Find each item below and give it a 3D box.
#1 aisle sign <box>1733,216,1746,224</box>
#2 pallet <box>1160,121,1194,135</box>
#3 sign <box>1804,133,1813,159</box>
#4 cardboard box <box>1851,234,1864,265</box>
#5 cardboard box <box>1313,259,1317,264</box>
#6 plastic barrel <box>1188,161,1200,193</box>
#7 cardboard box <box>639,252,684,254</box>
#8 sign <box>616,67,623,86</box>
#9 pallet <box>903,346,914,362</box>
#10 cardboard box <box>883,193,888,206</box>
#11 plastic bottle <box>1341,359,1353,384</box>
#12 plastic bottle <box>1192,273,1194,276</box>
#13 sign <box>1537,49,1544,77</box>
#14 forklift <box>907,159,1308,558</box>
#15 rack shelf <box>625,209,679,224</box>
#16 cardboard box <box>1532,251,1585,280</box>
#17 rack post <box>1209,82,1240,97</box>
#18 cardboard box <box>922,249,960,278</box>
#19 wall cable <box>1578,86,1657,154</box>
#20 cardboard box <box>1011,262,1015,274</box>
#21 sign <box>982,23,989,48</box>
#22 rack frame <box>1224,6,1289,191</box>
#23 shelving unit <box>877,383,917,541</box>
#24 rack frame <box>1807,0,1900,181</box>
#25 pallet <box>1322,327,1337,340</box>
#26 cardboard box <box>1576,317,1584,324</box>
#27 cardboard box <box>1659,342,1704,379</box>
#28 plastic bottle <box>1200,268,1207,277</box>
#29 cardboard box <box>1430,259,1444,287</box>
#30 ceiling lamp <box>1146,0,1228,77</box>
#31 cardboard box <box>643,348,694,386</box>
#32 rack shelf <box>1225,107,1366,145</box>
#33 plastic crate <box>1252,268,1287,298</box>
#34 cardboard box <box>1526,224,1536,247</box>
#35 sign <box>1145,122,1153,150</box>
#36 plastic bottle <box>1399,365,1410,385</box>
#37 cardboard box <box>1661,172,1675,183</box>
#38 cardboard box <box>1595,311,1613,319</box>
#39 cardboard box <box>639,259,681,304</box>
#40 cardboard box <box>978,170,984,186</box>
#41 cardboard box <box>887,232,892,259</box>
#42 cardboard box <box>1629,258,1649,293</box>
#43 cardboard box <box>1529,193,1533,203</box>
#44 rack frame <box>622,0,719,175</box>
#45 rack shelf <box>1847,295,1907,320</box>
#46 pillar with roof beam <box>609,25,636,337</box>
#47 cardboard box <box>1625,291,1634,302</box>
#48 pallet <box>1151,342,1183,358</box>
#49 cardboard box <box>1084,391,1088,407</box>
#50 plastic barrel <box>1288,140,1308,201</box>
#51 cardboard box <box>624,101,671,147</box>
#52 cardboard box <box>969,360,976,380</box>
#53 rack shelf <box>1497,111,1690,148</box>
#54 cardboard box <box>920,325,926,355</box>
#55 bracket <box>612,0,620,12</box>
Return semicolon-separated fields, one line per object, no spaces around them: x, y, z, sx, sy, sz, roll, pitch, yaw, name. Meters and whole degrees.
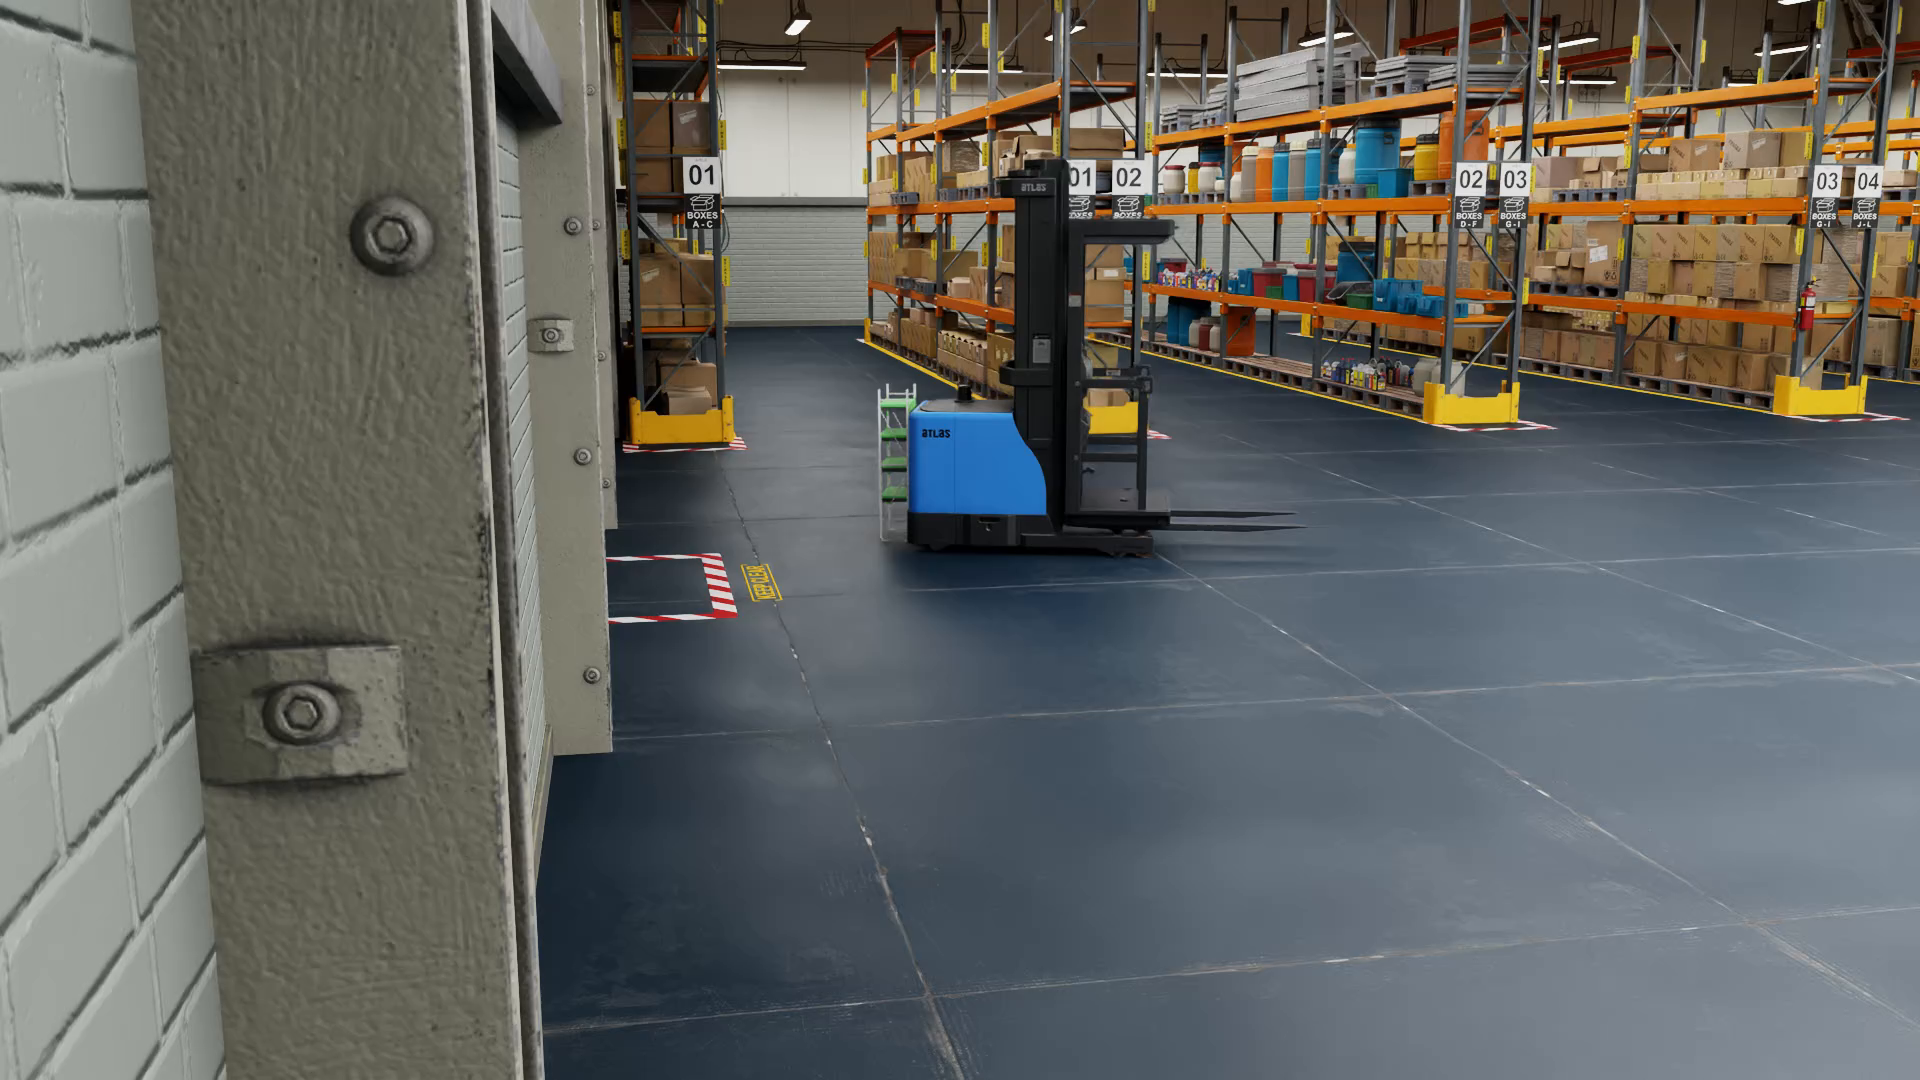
18.283;-7.738;38.874;0.394;0.787;0.004;-2;11;-11;aisle sign
4.383;-7.669;30.997;1.003;0.211;1.213;-2;11;-11;pallet
10.835;-5.033;21.227;0.100;0.325;0.005;-2;11;-11;sign
15.188;-4.855;27.739;0.700;0.500;0.500;-2;11;-11;cardboard box
8.100;-6.050;36.567;0.500;0.250;0.500;-2;11;-13;cardboard box
4.568;-6.774;31.116;0.600;0.588;0.600;0;11;0;plastic barrel
-4.647;-4.247;26.046;0.700;0.500;0.500;-3;11;-18;cardboard box
-6.076;-8.270;29.656;0.100;0.325;0.005;-2;11;-11;sign
-0.473;-3.465;30.836;1.003;0.211;1.213;-2;11;-11;pallet
-1.216;-6.645;32.467;0.500;0.250;0.500;-2;11;-11;cardboard box
5.534;-2.412;23.753;0.144;0.351;0.185;-3;11;-13;plastic bottle
4.248;-4.700;30.179;0.061;0.283;0.133;-2;11;-11;plastic bottle
7.066;-5.825;20.291;0.100;0.325;0.005;-2;11;-11;sign
1.145;-1.410;12.768;3.031;2.935;1.130;1;11;5;forklift
-5.915;-6.289;32.116;1.077;0.370;4.000;-2;11;-11;rack shelf
10.179;-4.667;28.306;0.700;0.500;0.500;0;11;-3;cardboard box
4.722;-7.768;28.563;0.624;0.289;0.986;-2;11;-11;rack post
-0.264;-4.916;29.612;0.700;0.500;0.500;-5;12;-25;cardboard box
17.348;-10.443;43.996;2.355;3.000;0.029;-2;11;-11;wall cable
0.903;-3.685;22.534;0.380;0.149;0.250;-2;11;-12;cardboard box
0.358;-6.938;22.872;0.100;0.325;0.005;-2;11;-11;sign
4.969;-7.375;27.879;1.000;3.000;0.127;-2;11;-11;rack frame
-0.494;-0.626;13.271;0.258;1.200;0.503;1;11;5;shelving unit
11.384;-6.088;21.117;1.000;3.000;0.127;-2;11;-11;rack frame
8.504;-4.562;36.600;1.003;0.211;1.213;-2;11;-11;pallet
13.406;-4.695;35.549;0.380;0.149;0.250;-2;11;-10;cardboard box
10.763;-2.674;24.783;0.500;0.500;0.500;1;11;7;cardboard box
4.586;-4.942;31.270;0.144;0.351;0.185;-2;11;-11;plastic bottle
9.195;-5.019;31.277;0.500;0.500;0.500;-2;11;-10;cardboard box
5.362;-12.294;38.110;2.000;3.185;0.800;-2;11;-11;ceiling lamp
-4.130;-2.457;23.591;0.700;0.500;0.500;-2;11;-9;cardboard box
5.358;-6.459;26.056;1.077;0.370;4.000;-2;11;-11;rack shelf
4.984;-4.152;26.818;0.402;0.464;0.583;-2;11;-11;plastic crate
12.984;-6.832;37.331;0.500;0.500;0.500;-2;11;-11;cardboard box
2.211;-4.742;19.519;0.100;0.325;0.005;-2;11;-11;sign
6.283;-2.341;23.580;0.152;0.276;0.135;-2;11;-10;plastic bottle
10.517;-5.303;24.346;0.380;0.149;0.250;-2;11;-11;cardboard box
13.522;-4.703;34.794;0.380;0.149;0.250;-2;11;-10;cardboard box
-3.493;-2.984;19.194;0.500;0.500;0.500;-2;11;-12;cardboard box
0.576;-5.474;25.191;0.500;0.250;0.500;-3;11;-16;cardboard box
-1.123;-5.700;32.180;0.500;0.500;0.500;-2;11;-12;cardboard box
10.633;-3.985;25.049;0.875;0.500;0.500;-2;11;-11;cardboard box
9.769;-5.819;28.124;0.500;0.250;0.500;-2;11;-10;cardboard box
-3.192;-5.548;18.277;1.000;3.000;0.127;-2;11;-11;rack frame
15.102;-4.050;28.377;1.077;0.370;4.000;-2;11;-11;rack shelf
-3.455;-9.103;36.954;9.100;9.000;0.548;-2;11;-11;pillar with roof beam
10.353;-3.701;25.291;0.380;0.149;0.250;-2;11;-11;cardboard box
4.301;-3.649;31.804;1.003;0.211;1.213;-2;11;-11;pallet
1.272;-1.725;20.466;0.500;0.250;0.500;-2;11;-11;cardboard box
5.308;-5.620;25.337;0.600;0.901;0.600;0;11;0;plastic barrel
-3.533;-4.694;18.819;0.500;0.500;0.500;-2;11;-8;cardboard box
0.426;-2.529;24.693;0.500;0.250;0.500;-2;11;-12;cardboard box
10.217;-6.639;27.003;1.077;0.370;4.000;-2;11;-11;rack shelf
-0.403;-3.495;29.045;0.500;0.500;0.500;-3;11;-13;cardboard box
-6.082;-9.551;29.681;0.235;0.232;0.430;-2;11;-11;bracket
